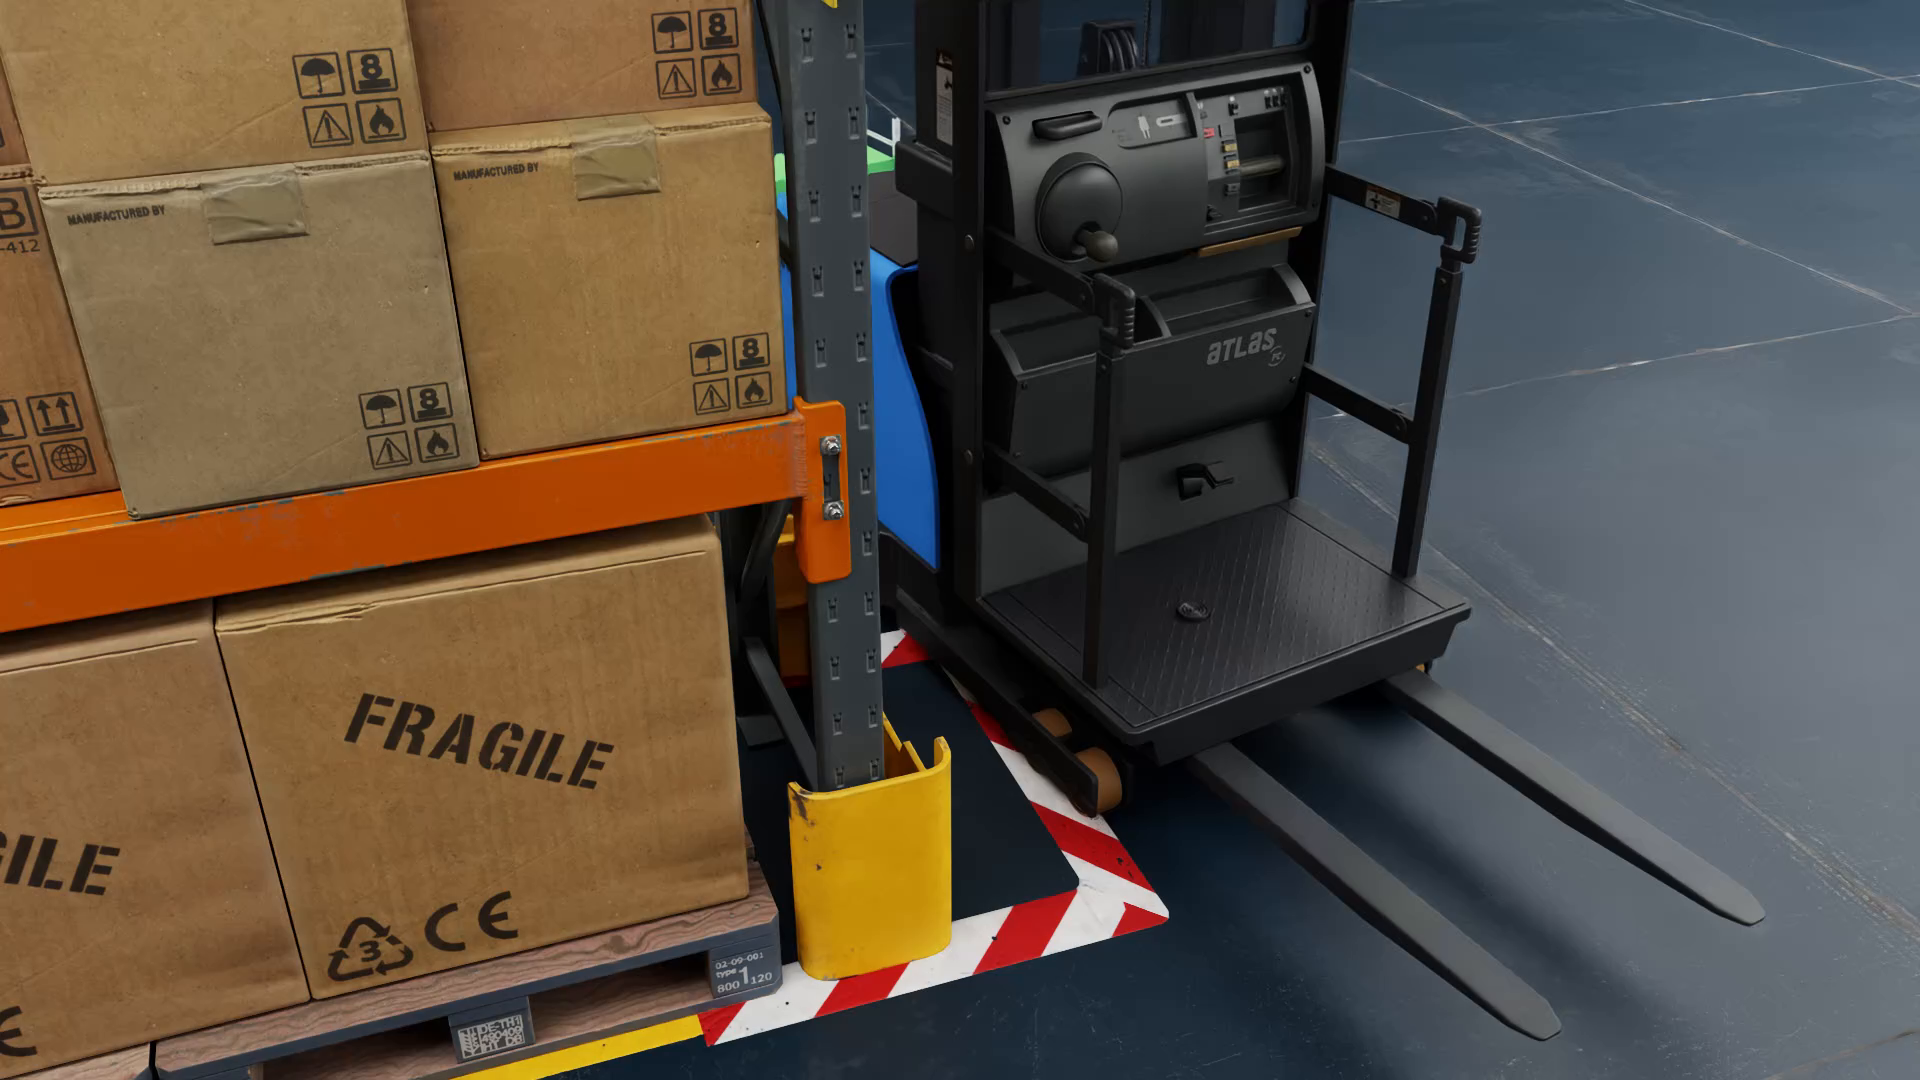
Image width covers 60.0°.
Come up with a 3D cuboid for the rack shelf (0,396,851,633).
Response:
[{"bbox_3d":[-2.262,0.018,2.915,4.000,0.370,1.077,-10,31,-18],"label":"rack shelf"}]

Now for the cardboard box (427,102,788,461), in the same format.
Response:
[{"bbox_3d":[-0.719,-0.620,3.157,0.550,0.550,0.875,-10,31,-18],"label":"cardboard box"}]

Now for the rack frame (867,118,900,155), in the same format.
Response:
[{"bbox_3d":[-0.255,-0.813,5.465,0.015,1.200,0.240,-18,34,-28],"label":"rack frame"}]

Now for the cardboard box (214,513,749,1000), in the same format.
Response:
[{"bbox_3d":[-1.000,0.248,3.506,0.875,0.875,0.875,-10,31,-17],"label":"cardboard box"}]

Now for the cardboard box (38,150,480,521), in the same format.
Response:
[{"bbox_3d":[-1.227,-0.515,2.972,0.550,0.550,0.875,-10,31,-18],"label":"cardboard box"}]

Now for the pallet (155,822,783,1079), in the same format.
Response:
[{"bbox_3d":[-1.109,0.746,3.728,1.213,0.211,1.003,-10,31,-18],"label":"pallet"}]

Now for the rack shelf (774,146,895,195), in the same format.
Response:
[{"bbox_3d":[-0.461,-1.109,5.145,0.480,0.148,0.258,-18,34,-28],"label":"rack shelf"}]

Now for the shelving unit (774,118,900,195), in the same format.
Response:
[{"bbox_3d":[-0.461,-0.748,5.351,0.503,1.200,0.258,-18,34,-28],"label":"shelving unit"}]

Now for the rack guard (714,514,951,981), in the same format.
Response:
[{"bbox_3d":[-0.365,0.442,3.969,0.348,0.500,1.175,-10,31,-18],"label":"rack guard"}]

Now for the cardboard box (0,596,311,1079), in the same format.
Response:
[{"bbox_3d":[-1.824,0.401,3.238,0.875,0.875,0.875,-11,31,-18],"label":"cardboard box"}]

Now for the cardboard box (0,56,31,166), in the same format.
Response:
[{"bbox_3d":[-1.804,-0.957,2.657,0.550,0.550,0.875,-10,31,-18],"label":"cardboard box"}]

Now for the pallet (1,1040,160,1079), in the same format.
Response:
[{"bbox_3d":[-2.251,0.955,3.361,1.213,0.211,1.003,-10,31,-18],"label":"pallet"}]

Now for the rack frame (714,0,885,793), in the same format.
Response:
[{"bbox_3d":[-0.387,-0.640,3.343,0.127,3.000,1.000,-10,31,-18],"label":"rack frame"}]

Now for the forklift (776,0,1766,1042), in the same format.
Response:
[{"bbox_3d":[0.605,-0.861,3.801,1.130,2.935,3.031,-17,34,-27],"label":"forklift"}]

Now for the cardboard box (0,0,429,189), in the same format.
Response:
[{"bbox_3d":[-1.232,-0.991,2.716,0.550,0.550,0.875,-10,31,-18],"label":"cardboard box"}]

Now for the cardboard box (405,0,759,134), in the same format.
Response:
[{"bbox_3d":[-0.749,-1.128,2.958,0.550,0.550,0.875,-10,31,-18],"label":"cardboard box"}]

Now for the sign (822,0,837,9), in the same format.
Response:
[{"bbox_3d":[-0.211,-0.992,2.552,0.005,0.325,0.100,-10,31,-18],"label":"sign"}]

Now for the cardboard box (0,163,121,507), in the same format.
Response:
[{"bbox_3d":[-1.796,-0.477,2.905,0.550,0.550,0.875,-10,31,-18],"label":"cardboard box"}]
